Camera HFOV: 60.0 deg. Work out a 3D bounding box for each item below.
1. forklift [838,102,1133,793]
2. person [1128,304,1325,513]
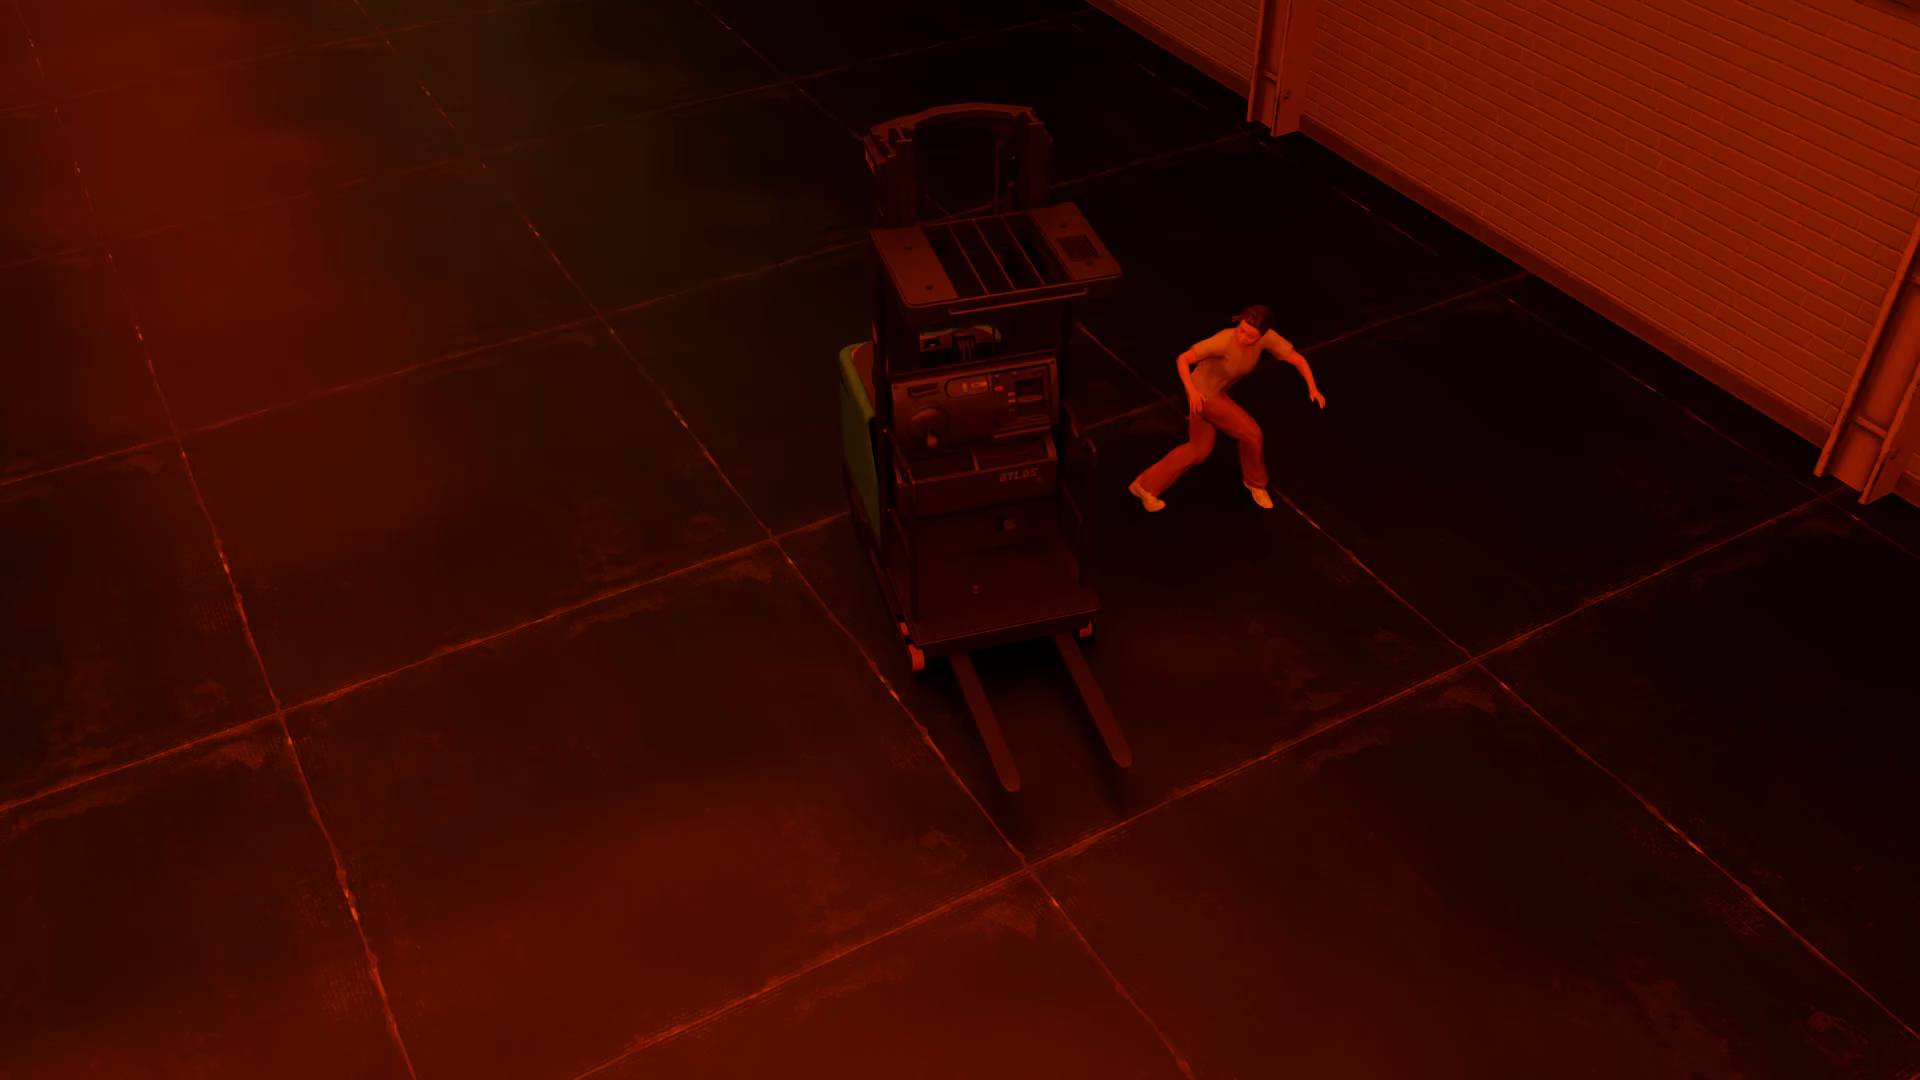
[{"bbox_3d":[0.149,-0.664,8.837,1.130,2.935,3.031,-10,41,-12],"label":"forklift"},{"bbox_3d":[1.647,-0.748,10.133,1.035,1.463,0.829,23,45,25],"label":"person"}]
